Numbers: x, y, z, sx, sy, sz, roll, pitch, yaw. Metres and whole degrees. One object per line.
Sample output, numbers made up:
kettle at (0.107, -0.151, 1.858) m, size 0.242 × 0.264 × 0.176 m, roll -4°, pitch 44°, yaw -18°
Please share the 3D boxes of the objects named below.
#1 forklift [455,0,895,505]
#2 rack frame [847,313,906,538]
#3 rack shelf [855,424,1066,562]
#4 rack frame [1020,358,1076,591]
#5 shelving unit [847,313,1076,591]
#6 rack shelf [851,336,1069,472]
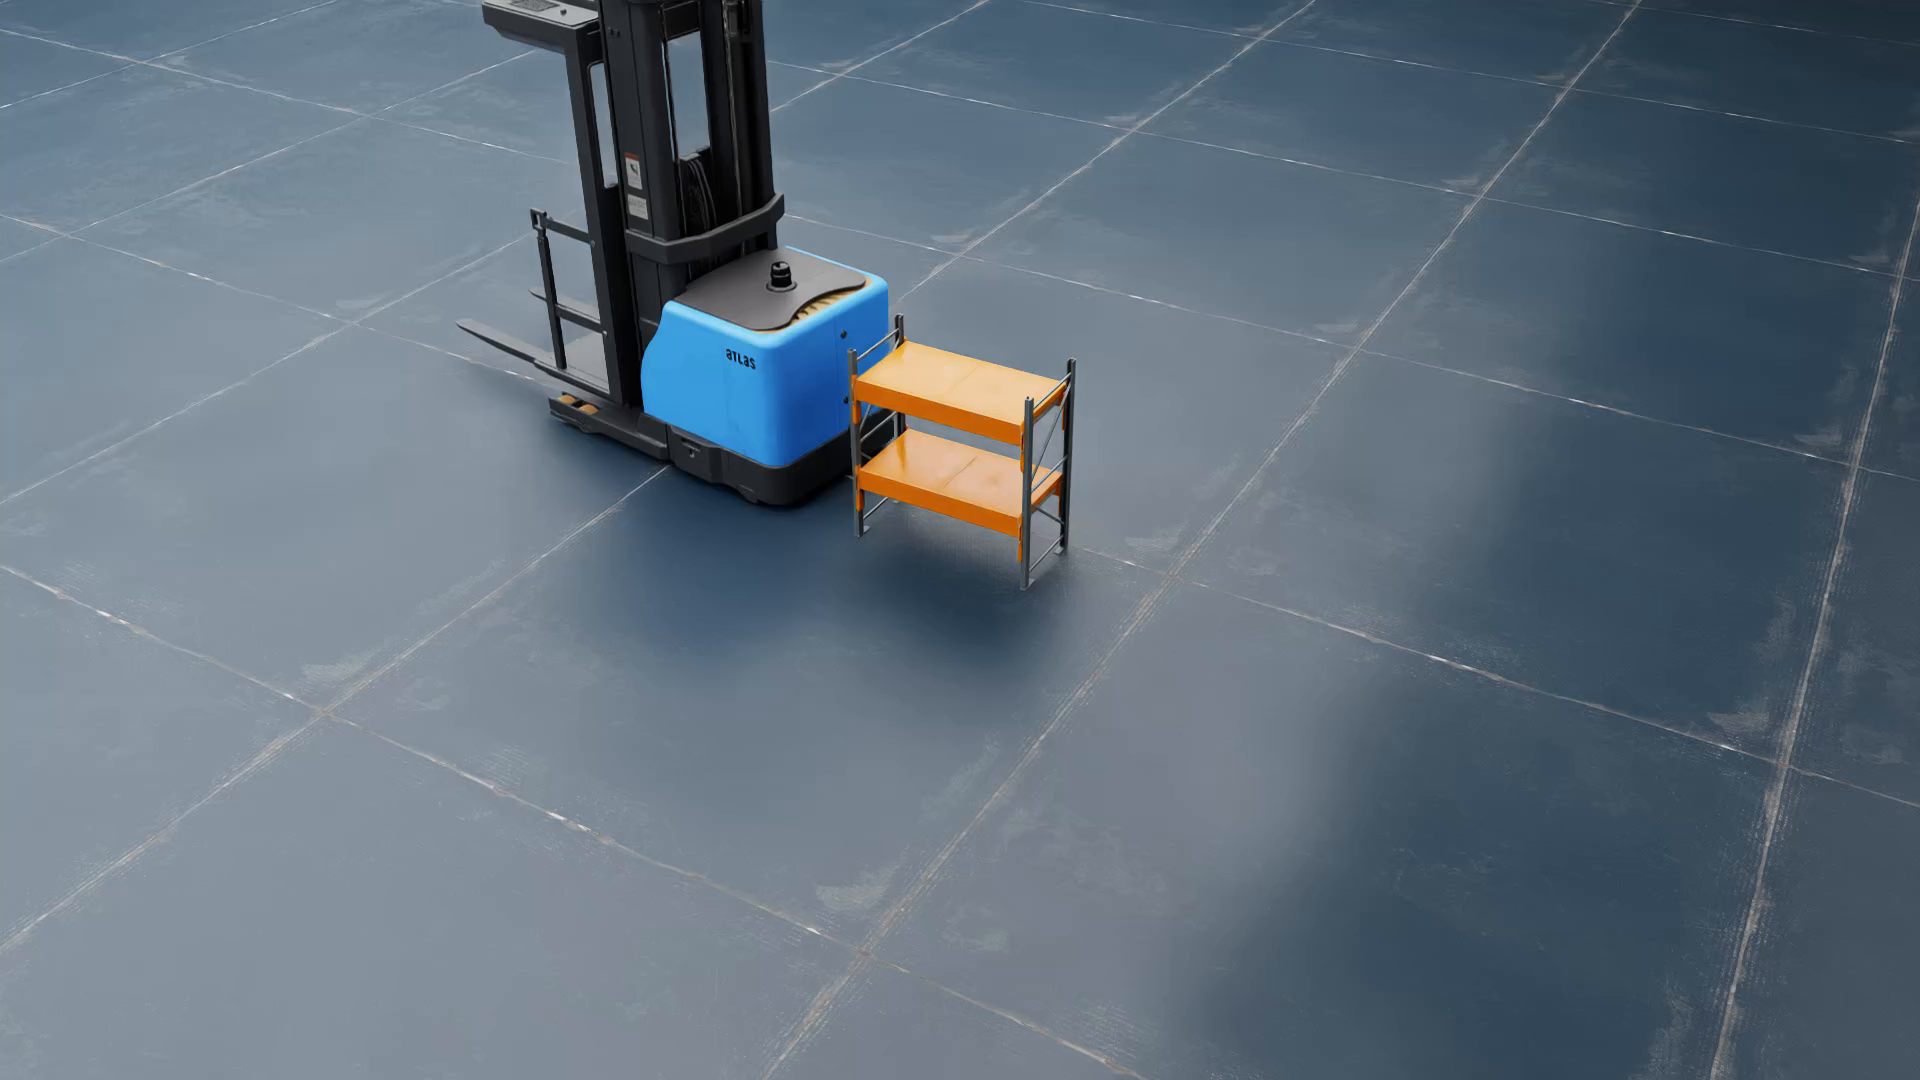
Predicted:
forklift at (-1.861, -2.073, 9.489) m, size 3.031 × 2.935 × 1.130 m, roll 23°, pitch 40°, yaw 31°
rack frame at (-0.435, -0.606, 8.916) m, size 0.032 × 1.125 × 0.500 m, roll 18°, pitch 37°, yaw 24°
rack shelf at (0.006, -0.263, 8.842) m, size 1.000 × 0.278 × 0.538 m, roll 18°, pitch 37°, yaw 24°
rack frame at (0.447, -0.327, 8.496) m, size 0.032 × 1.125 × 0.500 m, roll 18°, pitch 37°, yaw 24°
shelving unit at (0.006, -0.466, 8.706) m, size 1.048 × 1.125 × 0.538 m, roll 18°, pitch 37°, yaw 24°
rack shelf at (0.006, -0.710, 8.544) m, size 1.000 × 0.278 × 0.538 m, roll 18°, pitch 37°, yaw 24°
